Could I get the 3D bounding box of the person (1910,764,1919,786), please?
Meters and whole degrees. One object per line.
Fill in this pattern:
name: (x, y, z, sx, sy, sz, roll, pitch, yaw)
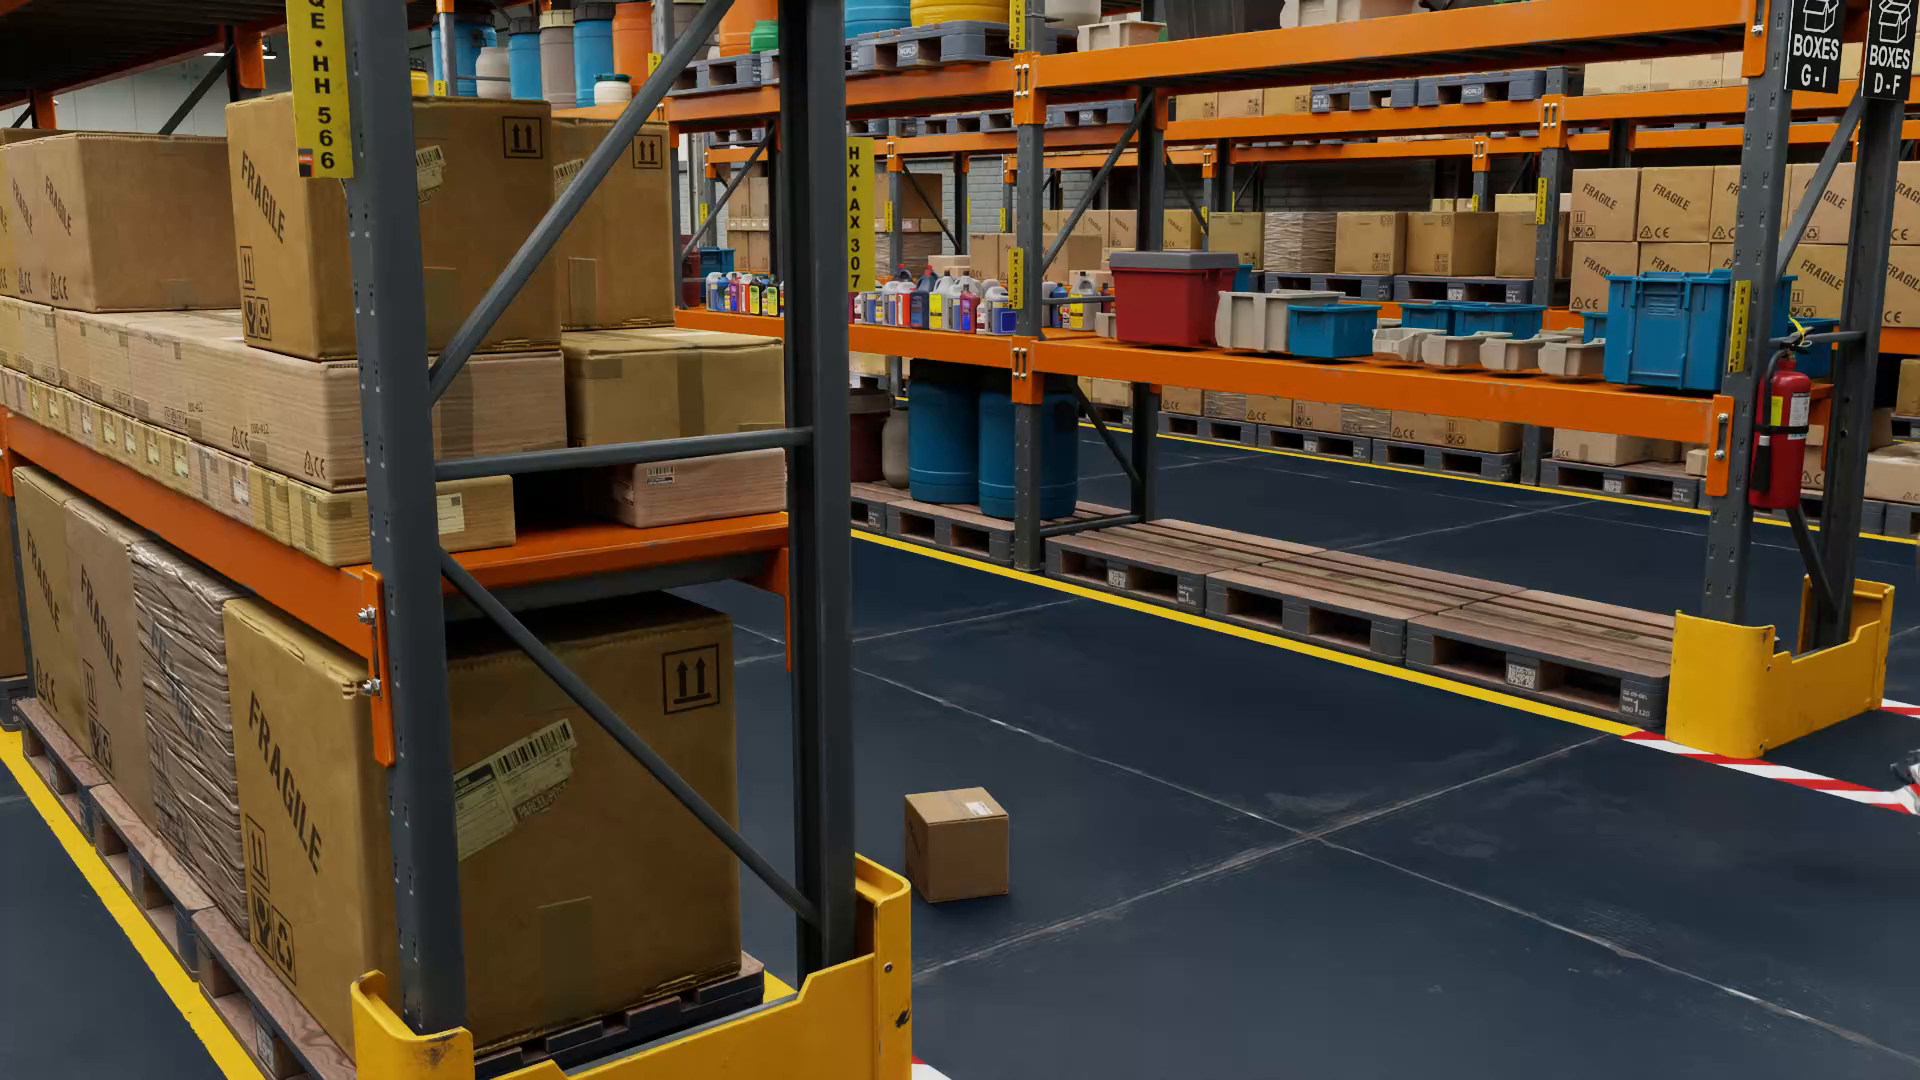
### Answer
person: (3.190, 0.168, 4.995, 0.597, 1.651, 0.443, 1, 11, 4)
